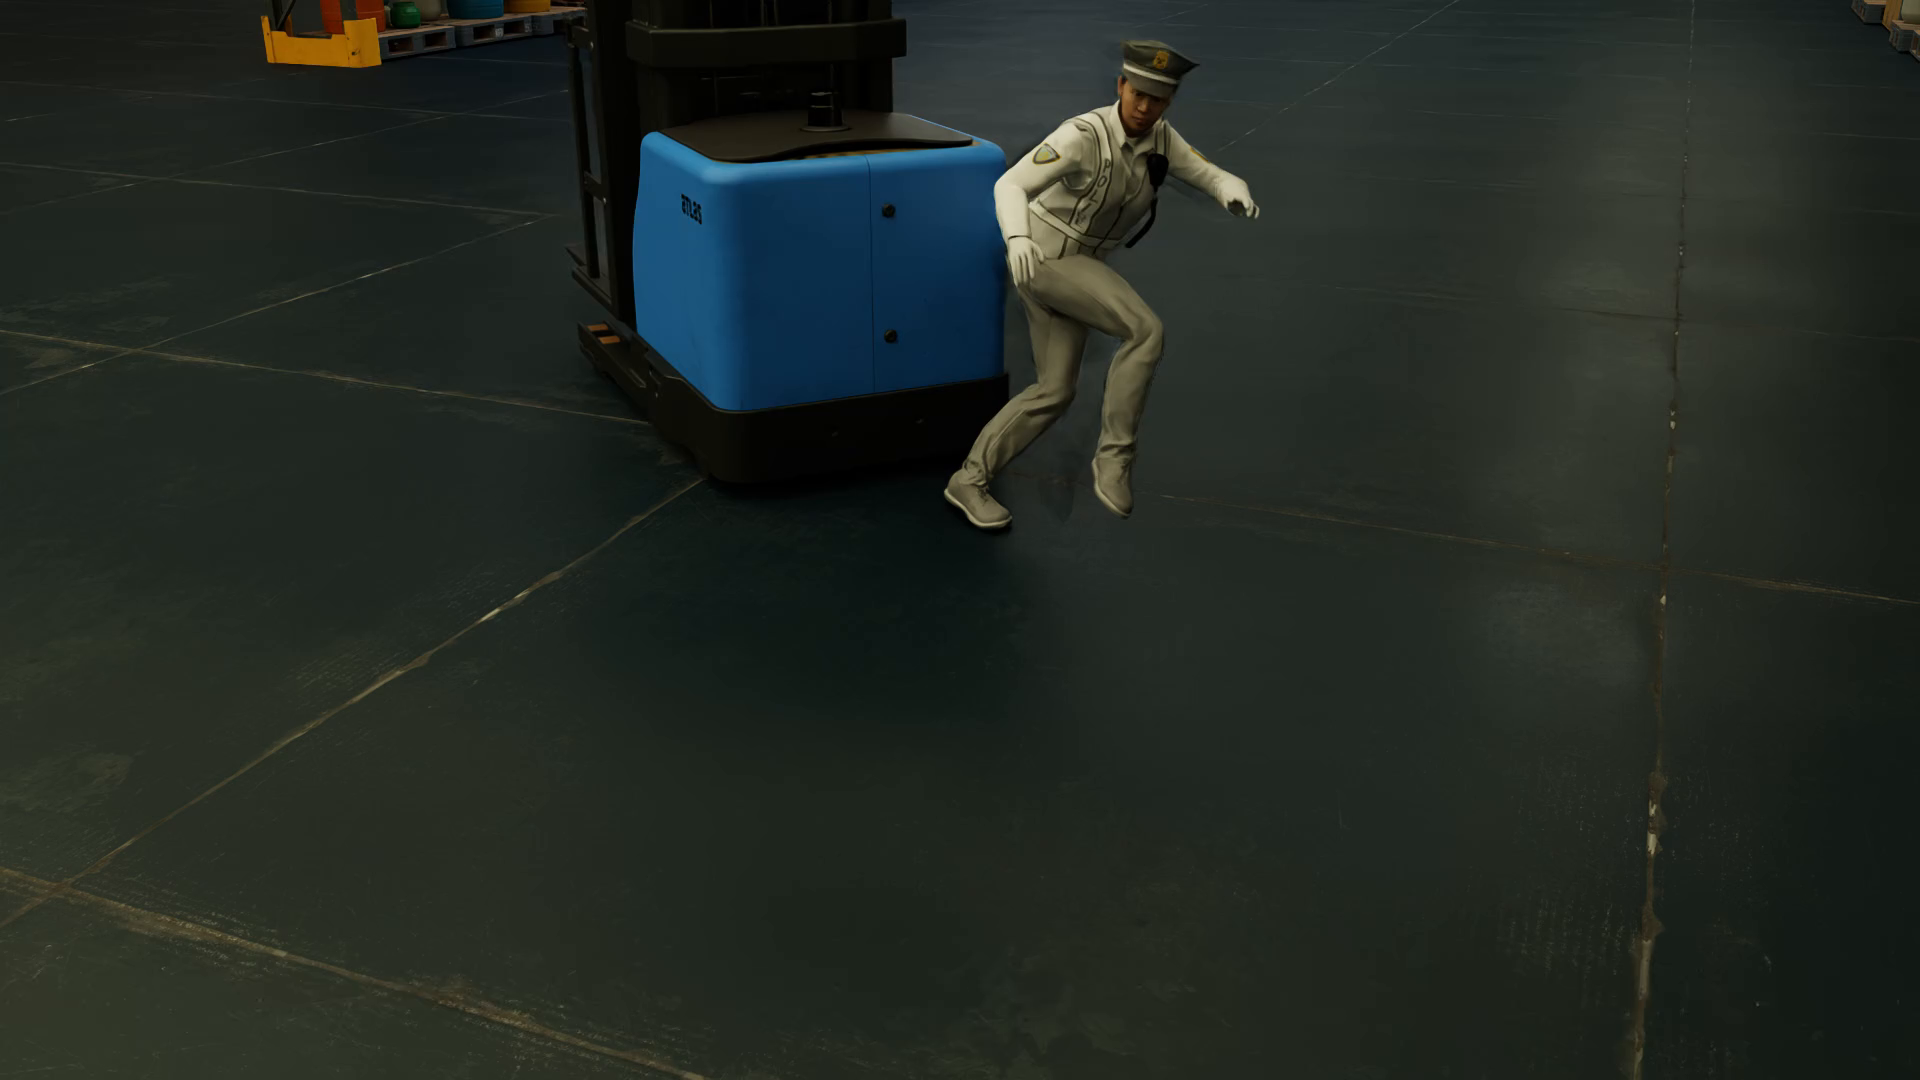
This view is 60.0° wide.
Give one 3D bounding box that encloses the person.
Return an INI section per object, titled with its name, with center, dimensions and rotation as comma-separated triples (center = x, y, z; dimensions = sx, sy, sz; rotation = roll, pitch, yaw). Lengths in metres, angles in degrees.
[person]
center = 0.450, -0.776, 5.080
dimensions = 0.836, 1.432, 0.916
rotation = 15, 27, 31

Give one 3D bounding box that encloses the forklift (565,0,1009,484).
[forklift]
center = -0.913, -2.067, 6.238
dimensions = 1.130, 2.935, 3.031
rotation = -10, 25, -23
